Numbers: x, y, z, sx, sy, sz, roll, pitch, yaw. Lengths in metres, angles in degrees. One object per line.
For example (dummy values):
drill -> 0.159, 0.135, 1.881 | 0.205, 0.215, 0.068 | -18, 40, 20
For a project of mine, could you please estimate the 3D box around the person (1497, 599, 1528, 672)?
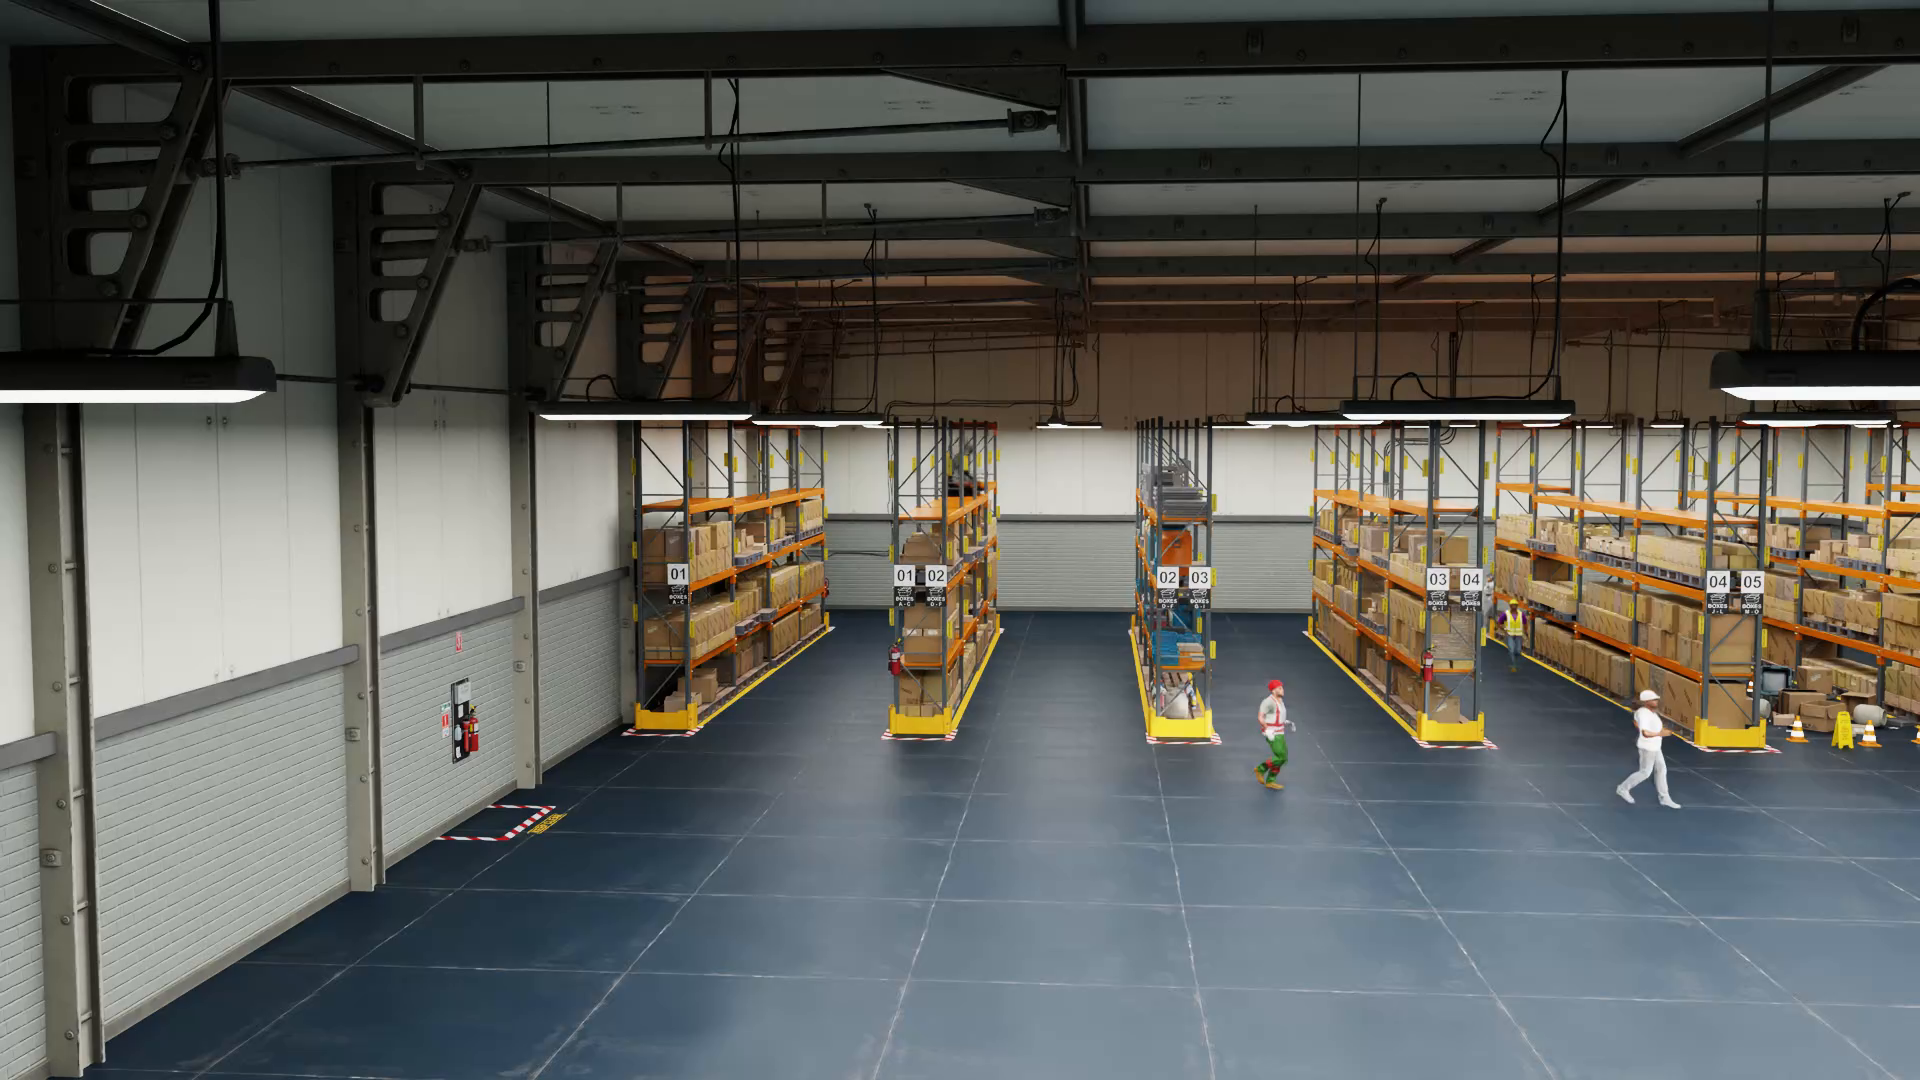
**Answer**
person -> 13.208, 2.275, 39.742 | 0.702, 1.726, 0.600 | 0, 4, 6

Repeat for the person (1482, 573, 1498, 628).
person -> 15.154, 1.795, 47.432 | 0.857, 1.717, 0.677 | 0, 4, -4

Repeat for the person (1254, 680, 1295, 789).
person -> 5.042, 3.108, 26.664 | 0.590, 1.751, 0.673 | 2, 4, 30

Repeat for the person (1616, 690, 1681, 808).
person -> 10.462, 3.159, 25.202 | 0.899, 1.765, 0.701 | 2, 4, 31
